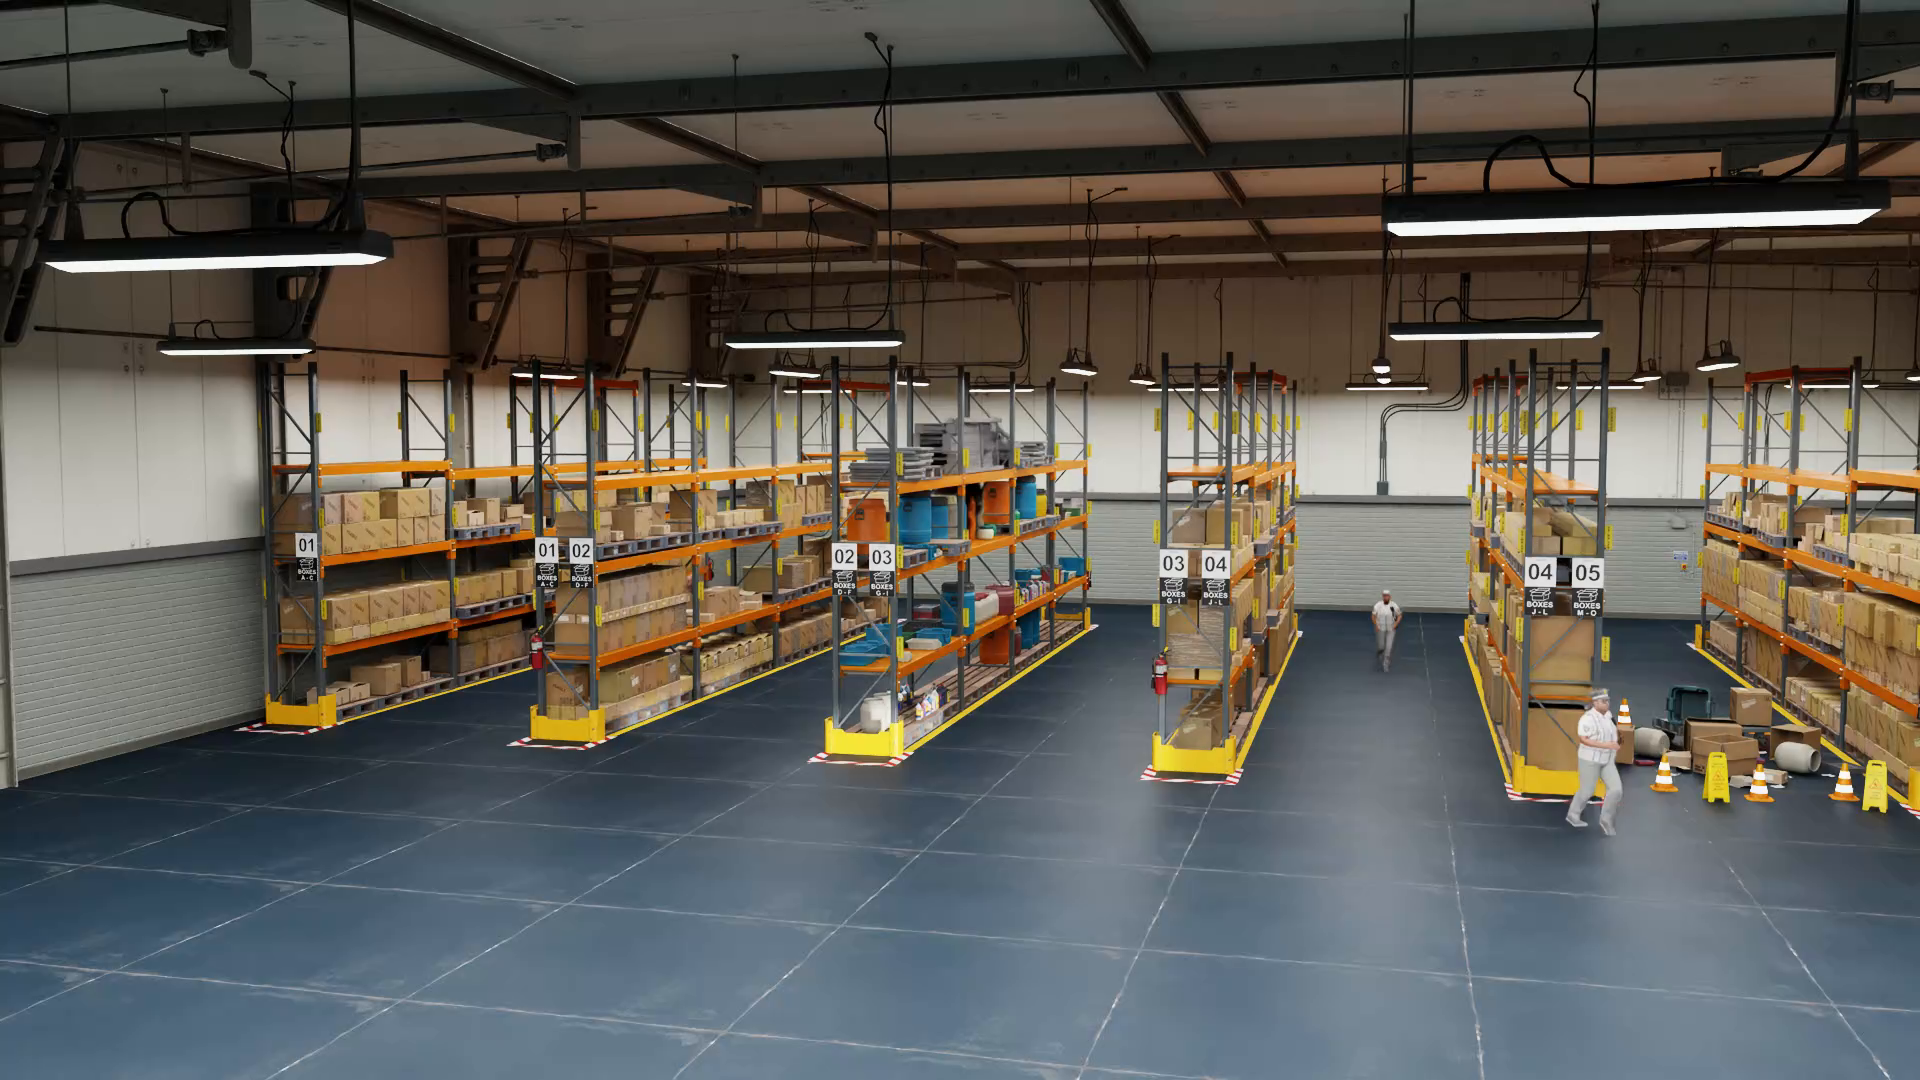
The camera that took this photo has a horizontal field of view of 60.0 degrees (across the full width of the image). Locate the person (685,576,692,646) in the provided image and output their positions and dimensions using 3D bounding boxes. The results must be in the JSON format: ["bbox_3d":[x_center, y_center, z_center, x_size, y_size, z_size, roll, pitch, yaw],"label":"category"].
[{"bbox_3d":[-5.766,1.646,35.368,0.720,1.753,0.878,0,4,6],"label":"person"}]

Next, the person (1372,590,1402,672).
[{"bbox_3d":[8.652,1.830,33.707,0.602,1.643,0.601,1,4,13],"label":"person"}]

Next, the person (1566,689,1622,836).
[{"bbox_3d":[7.771,2.721,20.239,0.684,1.871,0.769,-2,5,-27],"label":"person"}]
